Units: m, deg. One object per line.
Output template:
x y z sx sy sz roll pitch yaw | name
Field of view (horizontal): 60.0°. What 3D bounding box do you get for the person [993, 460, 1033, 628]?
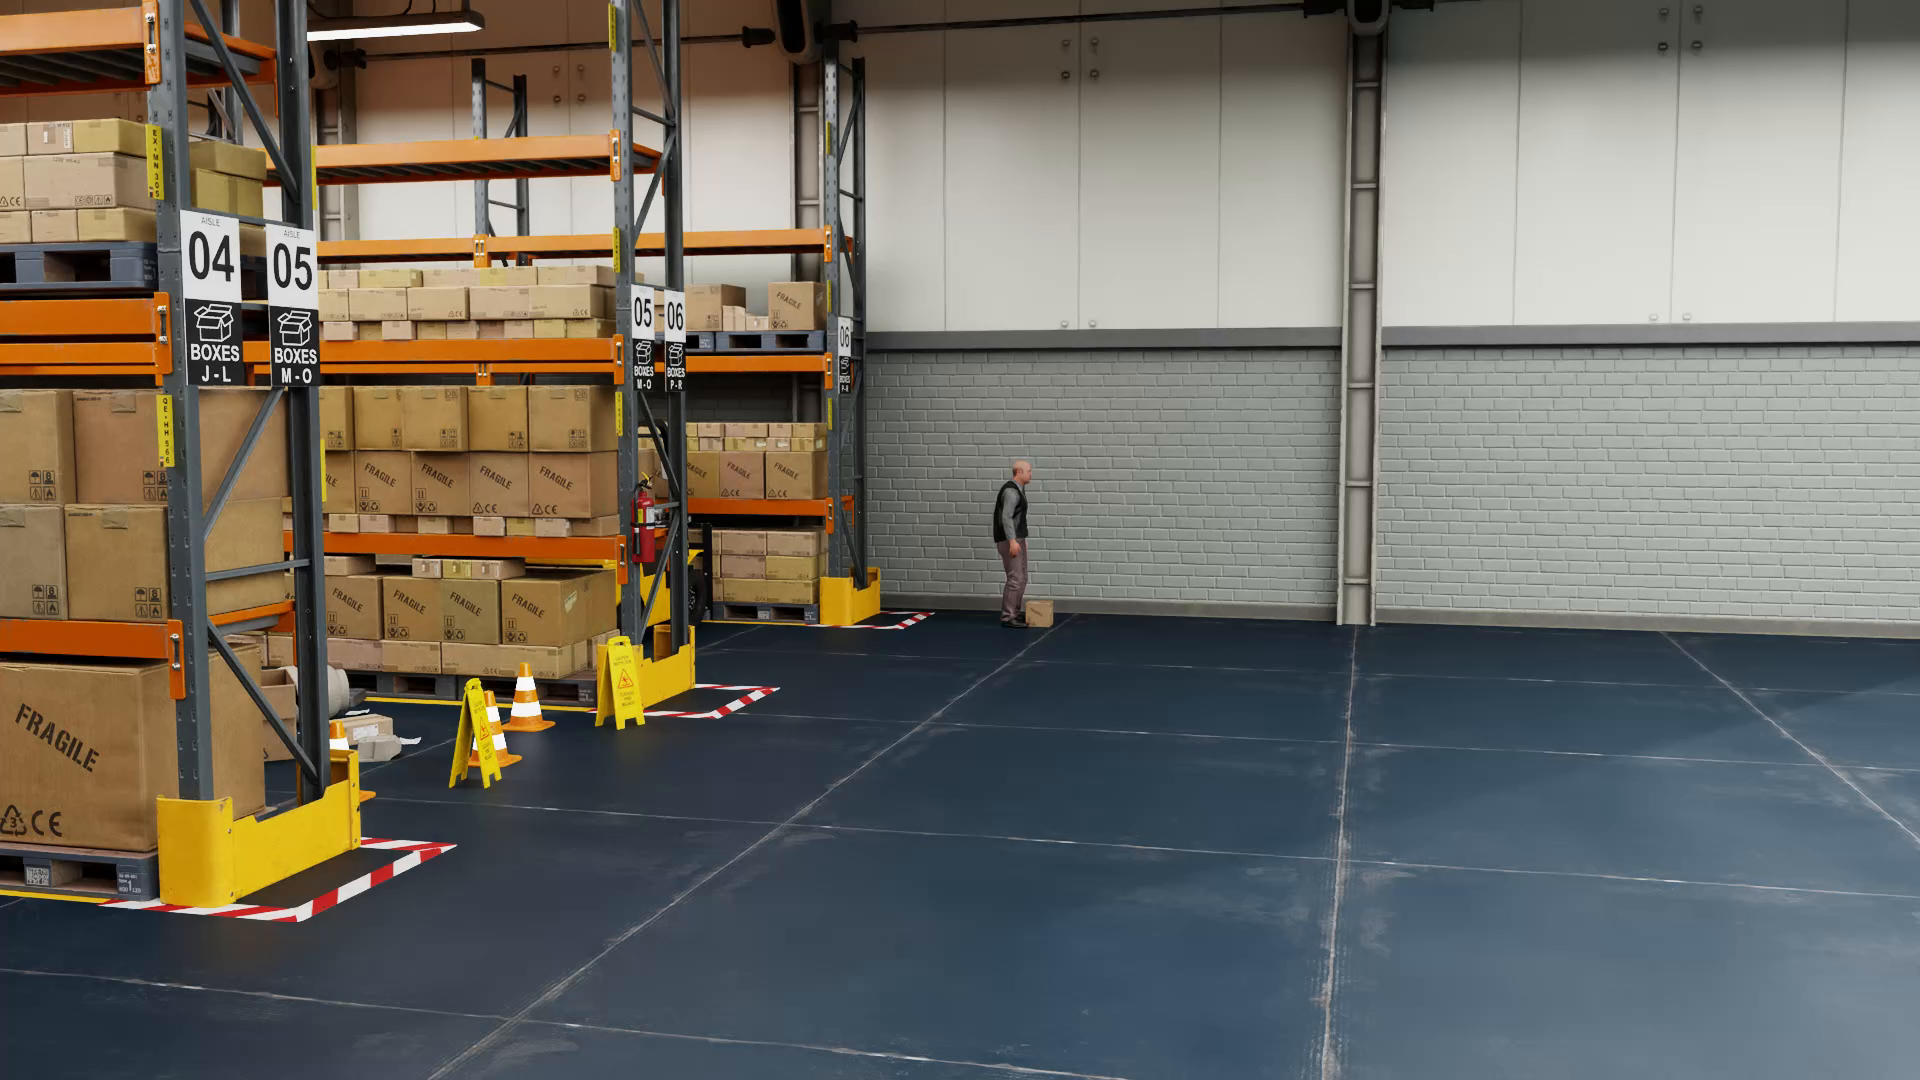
0.553 0.029 17.314 0.413 1.721 0.581 1 5 13 | person
